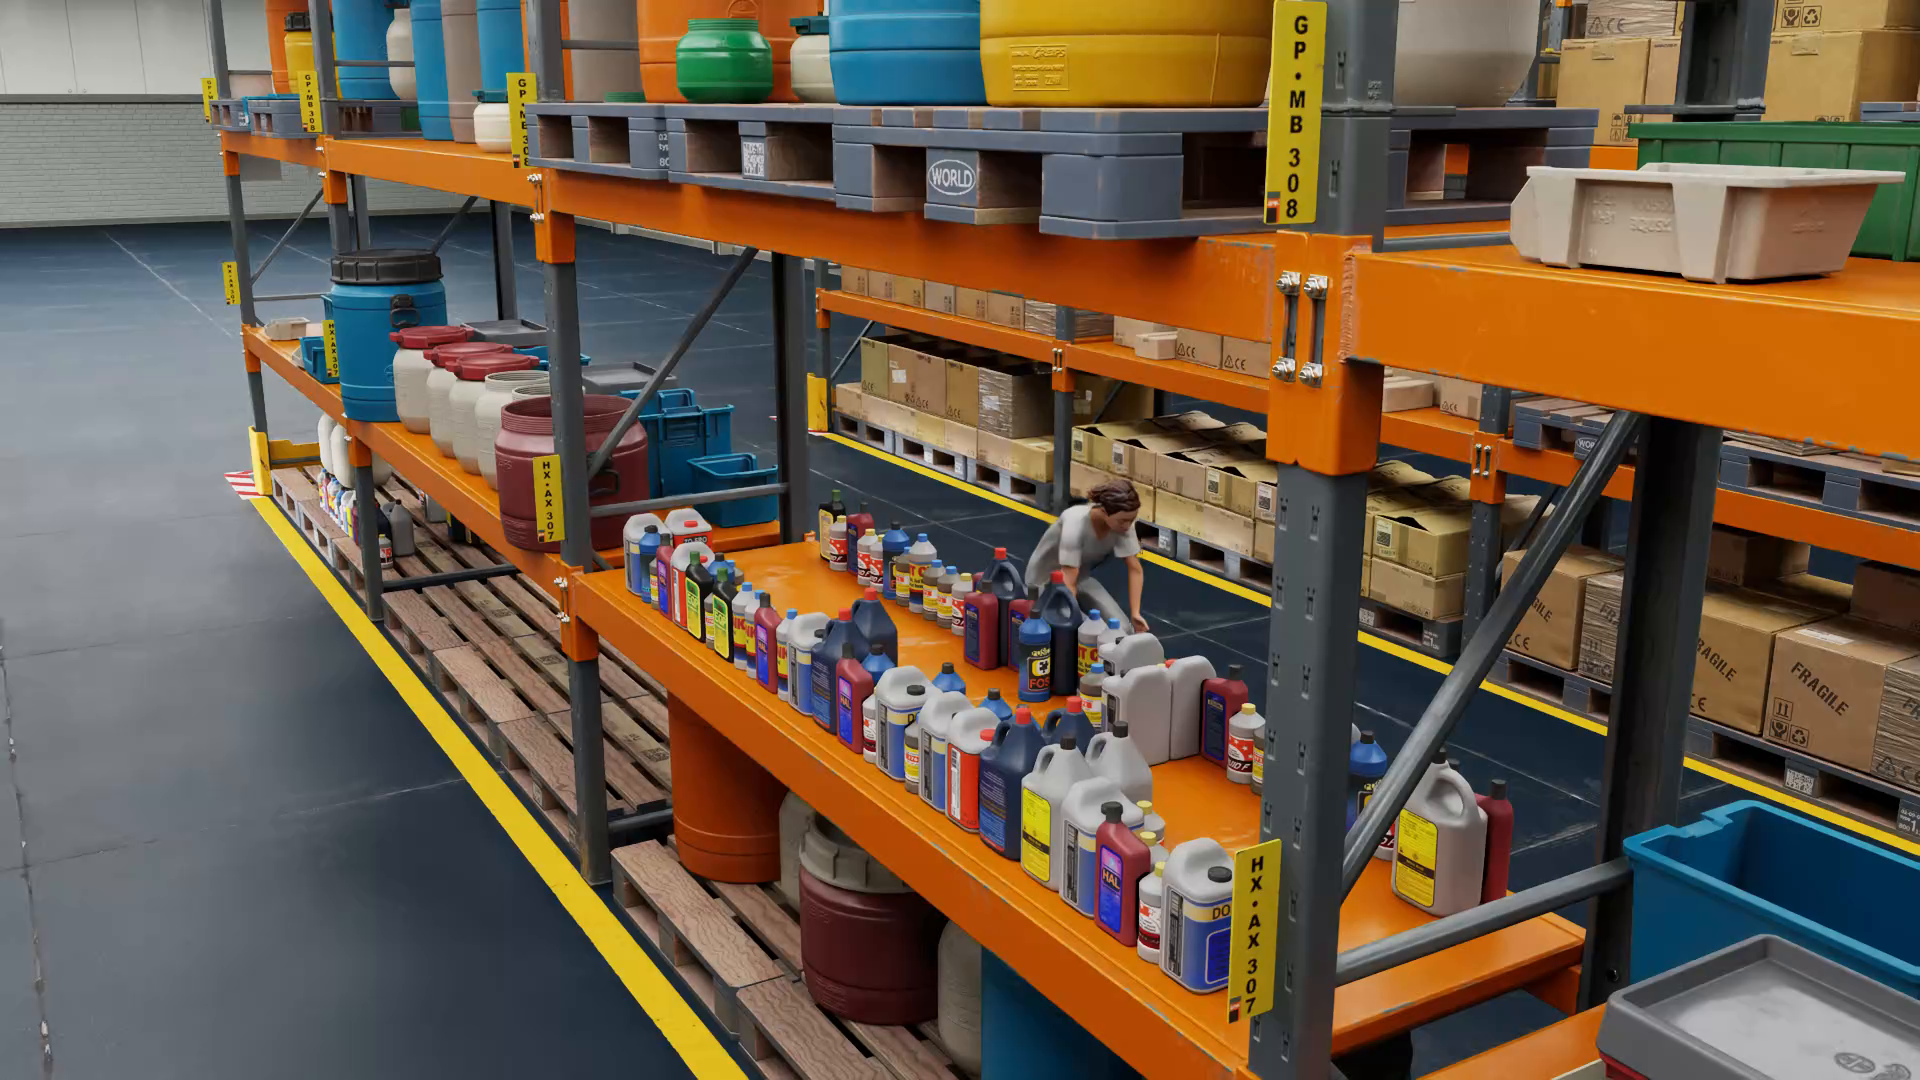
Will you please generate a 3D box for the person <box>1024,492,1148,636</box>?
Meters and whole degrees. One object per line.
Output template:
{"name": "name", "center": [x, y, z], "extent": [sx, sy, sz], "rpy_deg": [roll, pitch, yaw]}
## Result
{"name": "person", "center": [0.640, 0.308, 8.251], "extent": [0.494, 1.221, 0.716], "rpy_deg": [-9, 17, -30]}
